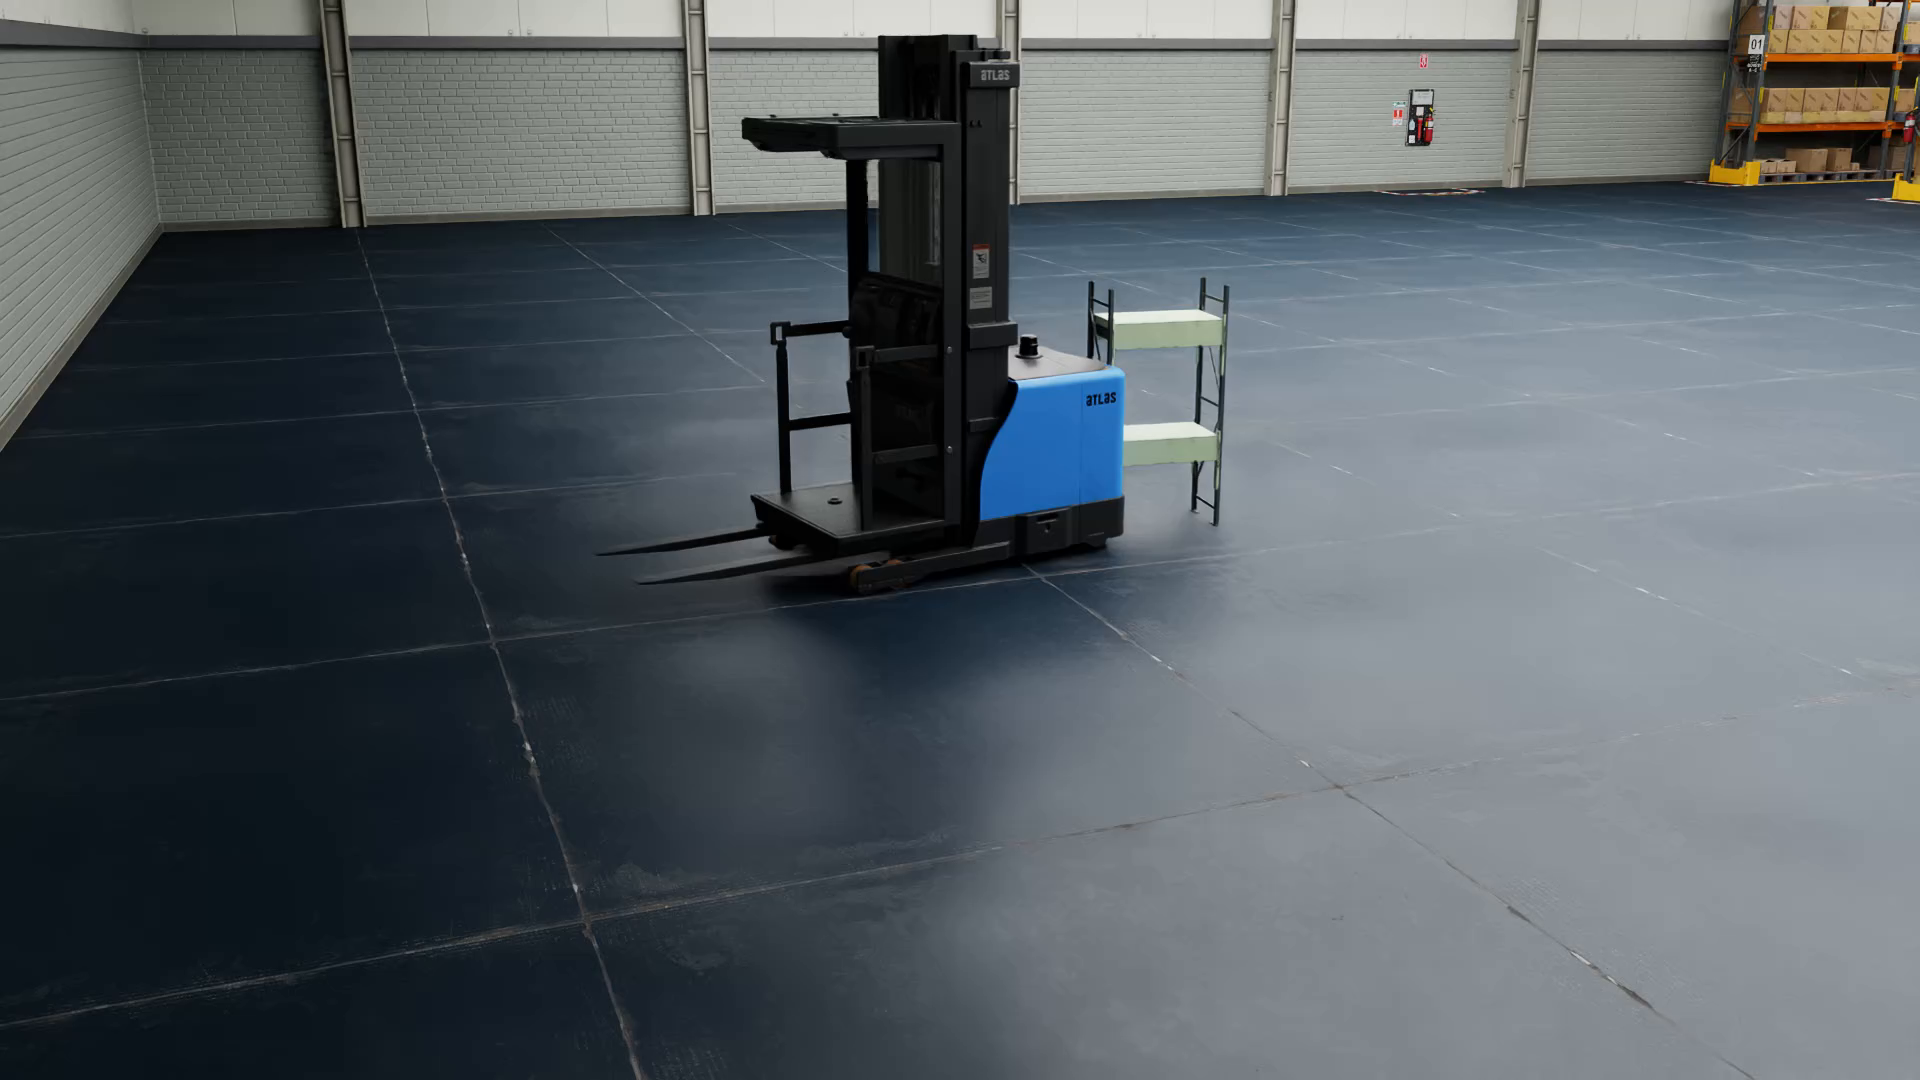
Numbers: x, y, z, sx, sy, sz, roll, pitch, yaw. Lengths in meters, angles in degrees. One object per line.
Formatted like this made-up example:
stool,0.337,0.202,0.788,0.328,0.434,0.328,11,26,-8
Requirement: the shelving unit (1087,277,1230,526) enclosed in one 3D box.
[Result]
shelving unit,1.203,-0.835,10.281,0.755,1.500,0.431,-4,17,-14

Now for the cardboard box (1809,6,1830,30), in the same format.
cardboard box,18.793,-11.536,36.747,0.500,0.500,0.500,-6,17,-19

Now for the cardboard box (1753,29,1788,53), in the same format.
cardboard box,17.787,-10.957,36.551,0.500,0.500,0.500,-6,17,-19

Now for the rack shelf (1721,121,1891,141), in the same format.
rack shelf,19.253,-9.349,37.887,4.000,0.370,1.077,-6,17,-20

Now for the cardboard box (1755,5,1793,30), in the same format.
cardboard box,17.832,-11.444,36.434,0.500,0.500,0.500,-8,18,-24

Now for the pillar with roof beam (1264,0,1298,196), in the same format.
pillar with roof beam,8.064,-10.327,29.293,0.400,9.000,9.100,-6,17,-20

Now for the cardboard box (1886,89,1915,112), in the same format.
cardboard box,21.608,-10.197,38.541,0.500,0.500,0.700,-6,17,-20

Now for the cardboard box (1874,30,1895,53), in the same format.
cardboard box,20.735,-11.276,37.638,0.500,0.500,0.500,-6,17,-19

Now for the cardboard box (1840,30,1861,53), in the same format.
cardboard box,19.757,-11.163,37.252,0.500,0.500,0.500,-7,18,-22

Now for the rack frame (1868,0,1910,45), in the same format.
rack frame,21.120,-12.774,37.628,0.127,3.000,1.000,-6,17,-20

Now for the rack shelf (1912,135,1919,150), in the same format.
rack shelf,21.029,-8.046,33.450,4.000,0.370,1.077,-6,17,-20

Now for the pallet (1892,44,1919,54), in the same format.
pallet,21.735,-11.279,38.193,1.003,0.211,1.213,-6,17,-20

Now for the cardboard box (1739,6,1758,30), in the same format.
cardboard box,17.694,-11.581,36.901,0.500,0.500,0.500,-5,17,-18

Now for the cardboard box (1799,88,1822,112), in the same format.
cardboard box,18.888,-9.857,37.239,0.500,0.500,0.500,-7,18,-22

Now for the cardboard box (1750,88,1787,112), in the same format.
cardboard box,17.939,-9.759,36.907,0.500,0.500,0.500,-6,17,-20

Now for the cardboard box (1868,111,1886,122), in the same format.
cardboard box,20.787,-9.706,38.057,0.500,0.250,0.500,-6,17,-20

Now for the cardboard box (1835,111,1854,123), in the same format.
cardboard box,19.854,-9.603,37.707,0.500,0.250,0.500,-6,17,-20

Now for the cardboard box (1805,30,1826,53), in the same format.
cardboard box,18.785,-11.055,36.885,0.500,0.500,0.500,-5,17,-18

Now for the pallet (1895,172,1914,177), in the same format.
pallet,22.988,-8.761,39.557,1.213,0.211,1.003,-6,17,-20

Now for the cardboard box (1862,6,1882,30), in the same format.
cardboard box,20.239,-11.692,37.279,0.500,0.500,0.500,-5,17,-17

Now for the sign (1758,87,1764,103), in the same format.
sign,17.580,-9.765,36.491,0.005,0.325,0.100,-6,17,-20

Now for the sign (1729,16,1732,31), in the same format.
sign,17.205,-11.505,37.056,0.005,0.325,0.100,-6,17,-20

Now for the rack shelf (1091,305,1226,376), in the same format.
rack shelf,1.203,-1.210,10.171,0.720,0.370,0.431,-4,17,-14

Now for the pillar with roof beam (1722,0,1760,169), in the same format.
pillar with roof beam,19.270,-11.536,33.412,0.400,9.000,9.100,-6,17,-20

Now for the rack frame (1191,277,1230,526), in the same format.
rack frame,1.558,-0.861,10.368,0.023,1.500,0.400,-4,17,-14

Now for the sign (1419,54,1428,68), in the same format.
sign,9.762,-10.084,35.000,0.199,0.298,0.001,-6,17,-20

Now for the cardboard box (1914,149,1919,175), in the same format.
cardboard box,19.556,-7.564,33.336,0.500,0.500,0.500,-6,17,-20

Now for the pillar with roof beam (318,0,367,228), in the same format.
pillar with roof beam,-8.744,-8.512,23.113,0.400,9.000,9.100,-6,17,-20

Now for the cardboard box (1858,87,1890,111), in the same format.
cardboard box,20.790,-10.064,37.946,0.500,0.500,0.500,-6,17,-20

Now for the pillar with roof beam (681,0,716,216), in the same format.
pillar with roof beam,-3.141,-9.117,25.173,0.400,9.000,9.100,-6,17,-20

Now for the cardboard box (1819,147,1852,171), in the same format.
cardboard box,20.166,-8.792,38.371,0.500,0.500,0.500,-8,18,-24

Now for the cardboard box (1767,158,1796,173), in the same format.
cardboard box,18.596,-8.517,37.769,0.500,0.311,0.500,-5,17,-15

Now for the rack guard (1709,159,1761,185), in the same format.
rack guard,17.456,-8.301,37.478,0.348,0.500,1.175,-6,17,-20

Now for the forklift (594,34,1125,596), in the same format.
forklift,-0.542,-1.272,9.228,3.031,2.935,1.130,-10,19,-30

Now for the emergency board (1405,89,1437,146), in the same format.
emergency board,9.805,-8.947,35.241,0.643,1.169,0.194,-6,17,-20

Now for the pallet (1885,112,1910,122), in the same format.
pallet,21.886,-9.843,38.632,1.213,0.211,1.003,-6,17,-20

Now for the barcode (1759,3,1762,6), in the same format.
barcode,17.869,-11.950,37.129,0.075,0.075,0.001,-6,17,-20

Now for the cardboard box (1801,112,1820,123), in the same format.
cardboard box,18.912,-9.502,37.361,0.500,0.250,0.500,-6,18,-21

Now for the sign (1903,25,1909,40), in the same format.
sign,21.322,-11.441,37.494,0.005,0.325,0.100,-6,17,-20

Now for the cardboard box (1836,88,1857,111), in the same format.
cardboard box,19.852,-9.964,37.606,0.500,0.500,0.500,-7,18,-22

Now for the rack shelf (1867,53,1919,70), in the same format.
rack shelf,22.988,-11.191,38.838,4.000,0.370,1.077,-6,17,-20

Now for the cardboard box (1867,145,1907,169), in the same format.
cardboard box,21.802,-8.986,39.031,0.500,0.500,0.700,-6,17,-18

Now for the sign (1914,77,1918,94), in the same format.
sign,18.980,-9.003,32.957,0.005,0.325,0.100,-6,17,-20

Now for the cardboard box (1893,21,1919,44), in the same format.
cardboard box,21.660,-11.619,38.093,0.500,0.500,0.500,-4,17,-12

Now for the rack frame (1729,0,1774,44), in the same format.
rack frame,17.385,-12.371,36.254,0.127,3.000,1.000,-6,17,-20

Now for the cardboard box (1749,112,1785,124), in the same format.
cardboard box,17.955,-9.396,37.001,0.500,0.250,0.500,-7,18,-22

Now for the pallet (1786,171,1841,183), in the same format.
pallet,19.365,-8.357,38.181,1.213,0.211,1.003,-6,17,-20
